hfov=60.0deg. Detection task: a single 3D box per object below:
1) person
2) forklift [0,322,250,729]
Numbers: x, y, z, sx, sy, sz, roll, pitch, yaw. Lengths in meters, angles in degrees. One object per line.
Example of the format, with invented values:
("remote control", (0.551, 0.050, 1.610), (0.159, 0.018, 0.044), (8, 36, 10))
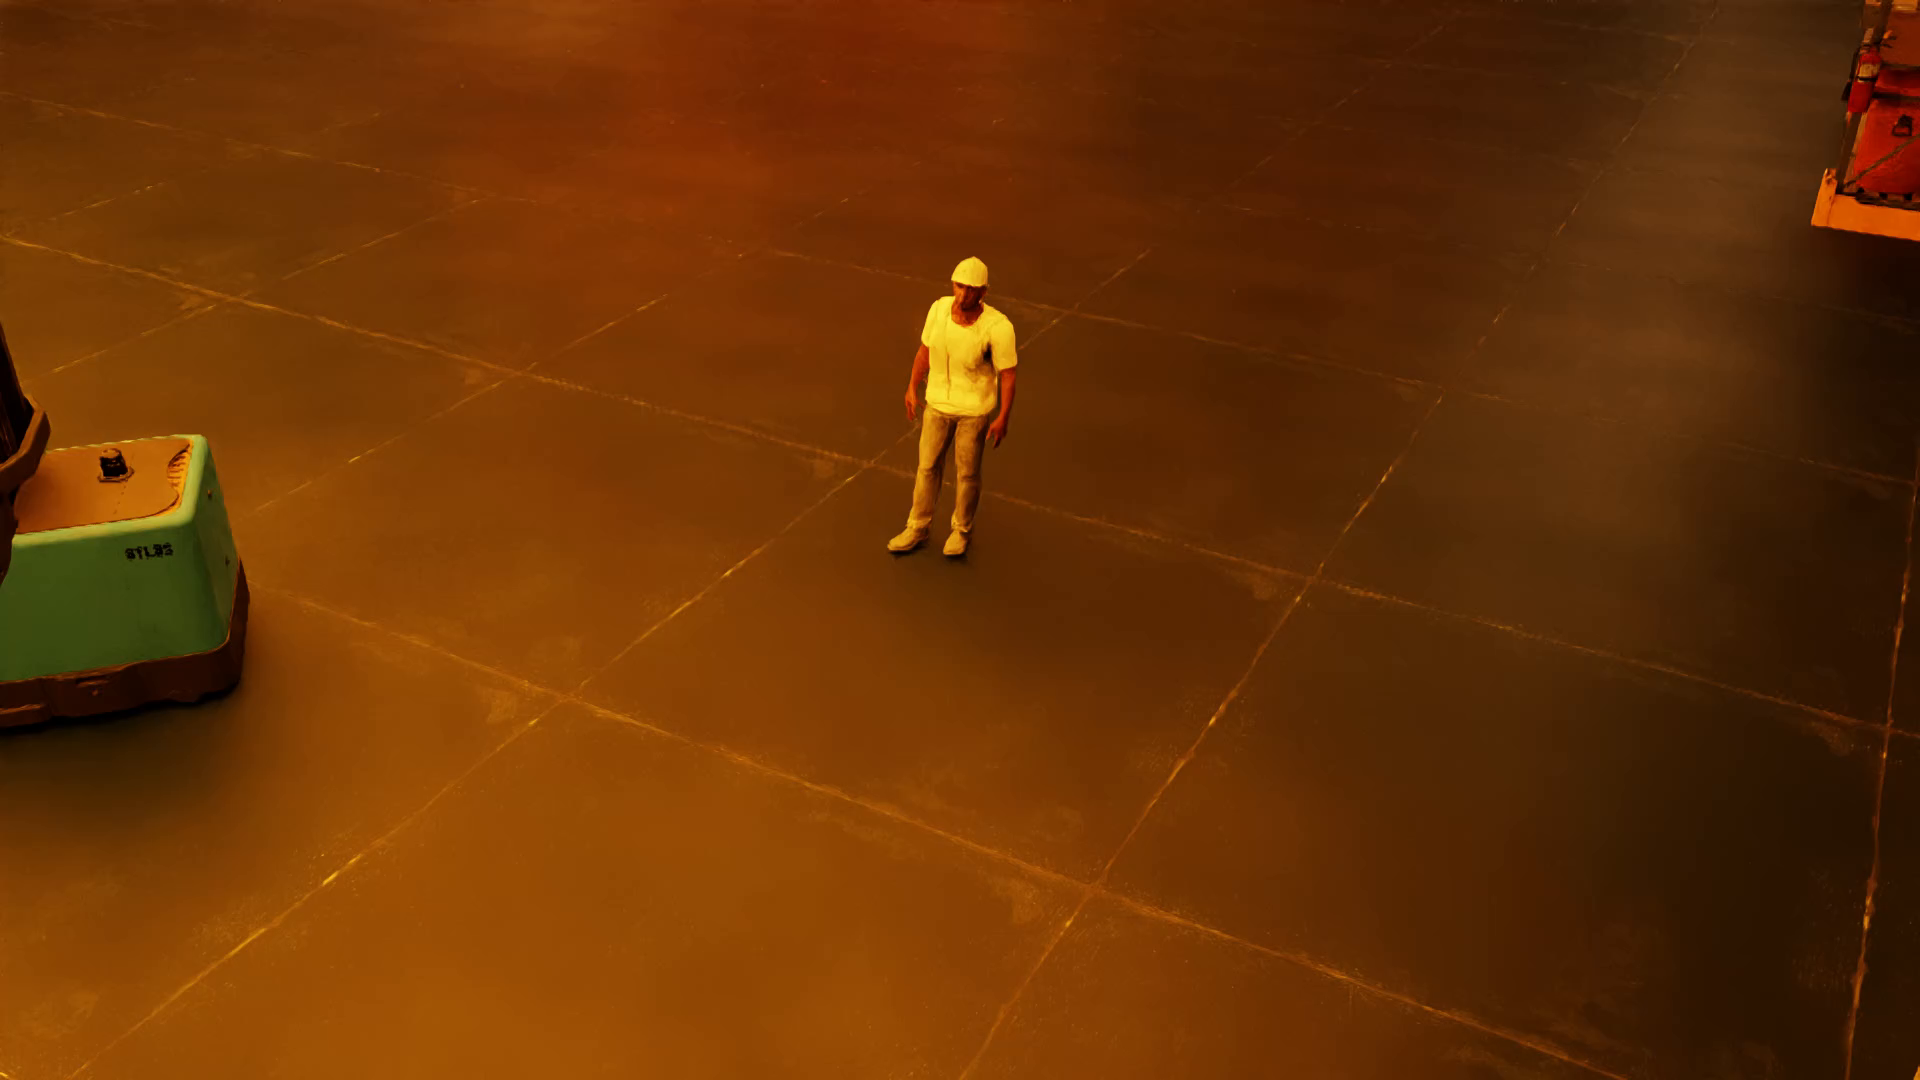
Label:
("person", (-0.038, -0.742, 9.507), (0.665, 1.766, 0.576), (15, 33, 25))
("forklift", (-5.311, -0.479, 7.900), (3.031, 2.935, 1.130), (-9, 31, -15))
